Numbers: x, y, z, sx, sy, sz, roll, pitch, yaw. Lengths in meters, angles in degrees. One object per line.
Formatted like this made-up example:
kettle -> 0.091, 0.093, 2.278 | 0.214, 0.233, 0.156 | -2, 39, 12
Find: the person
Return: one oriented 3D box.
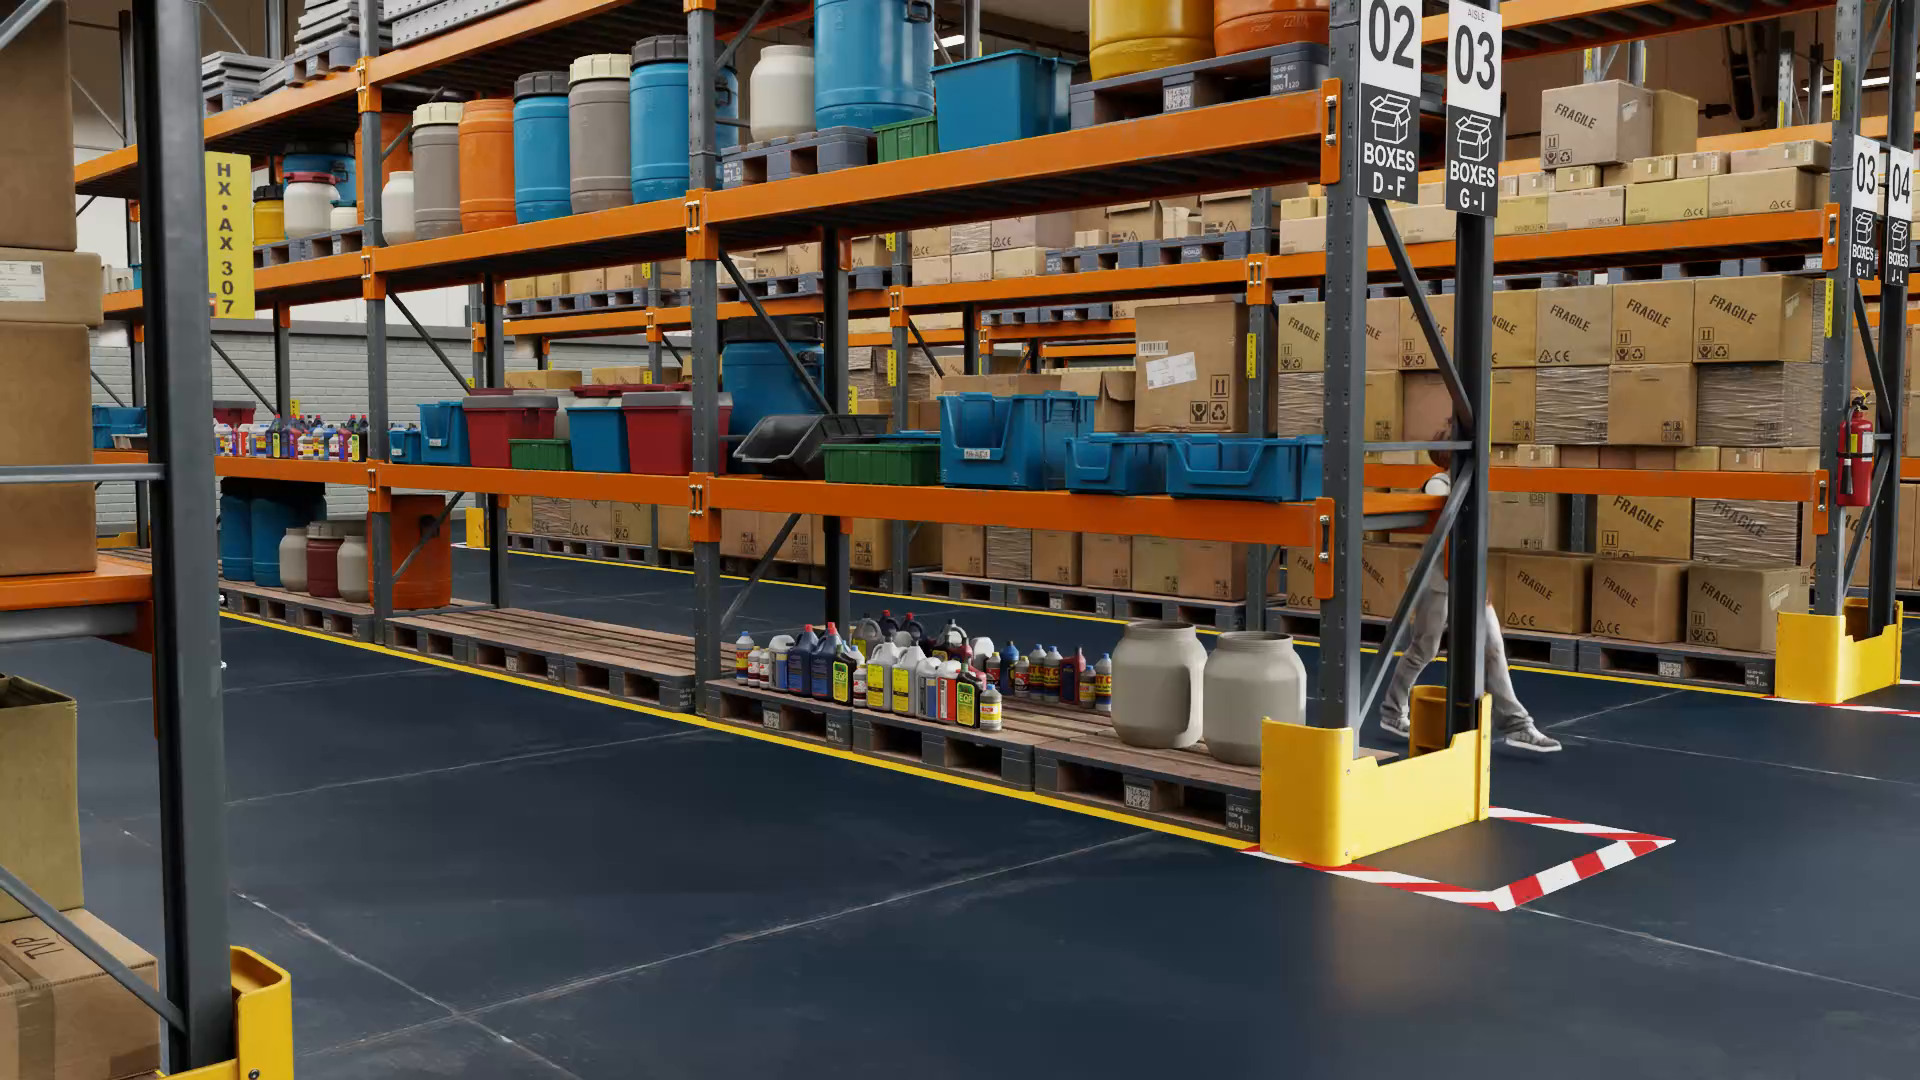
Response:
person -> 2.435, 0.225, 8.008 | 0.408, 1.540, 0.930 | -3, 5, -40
